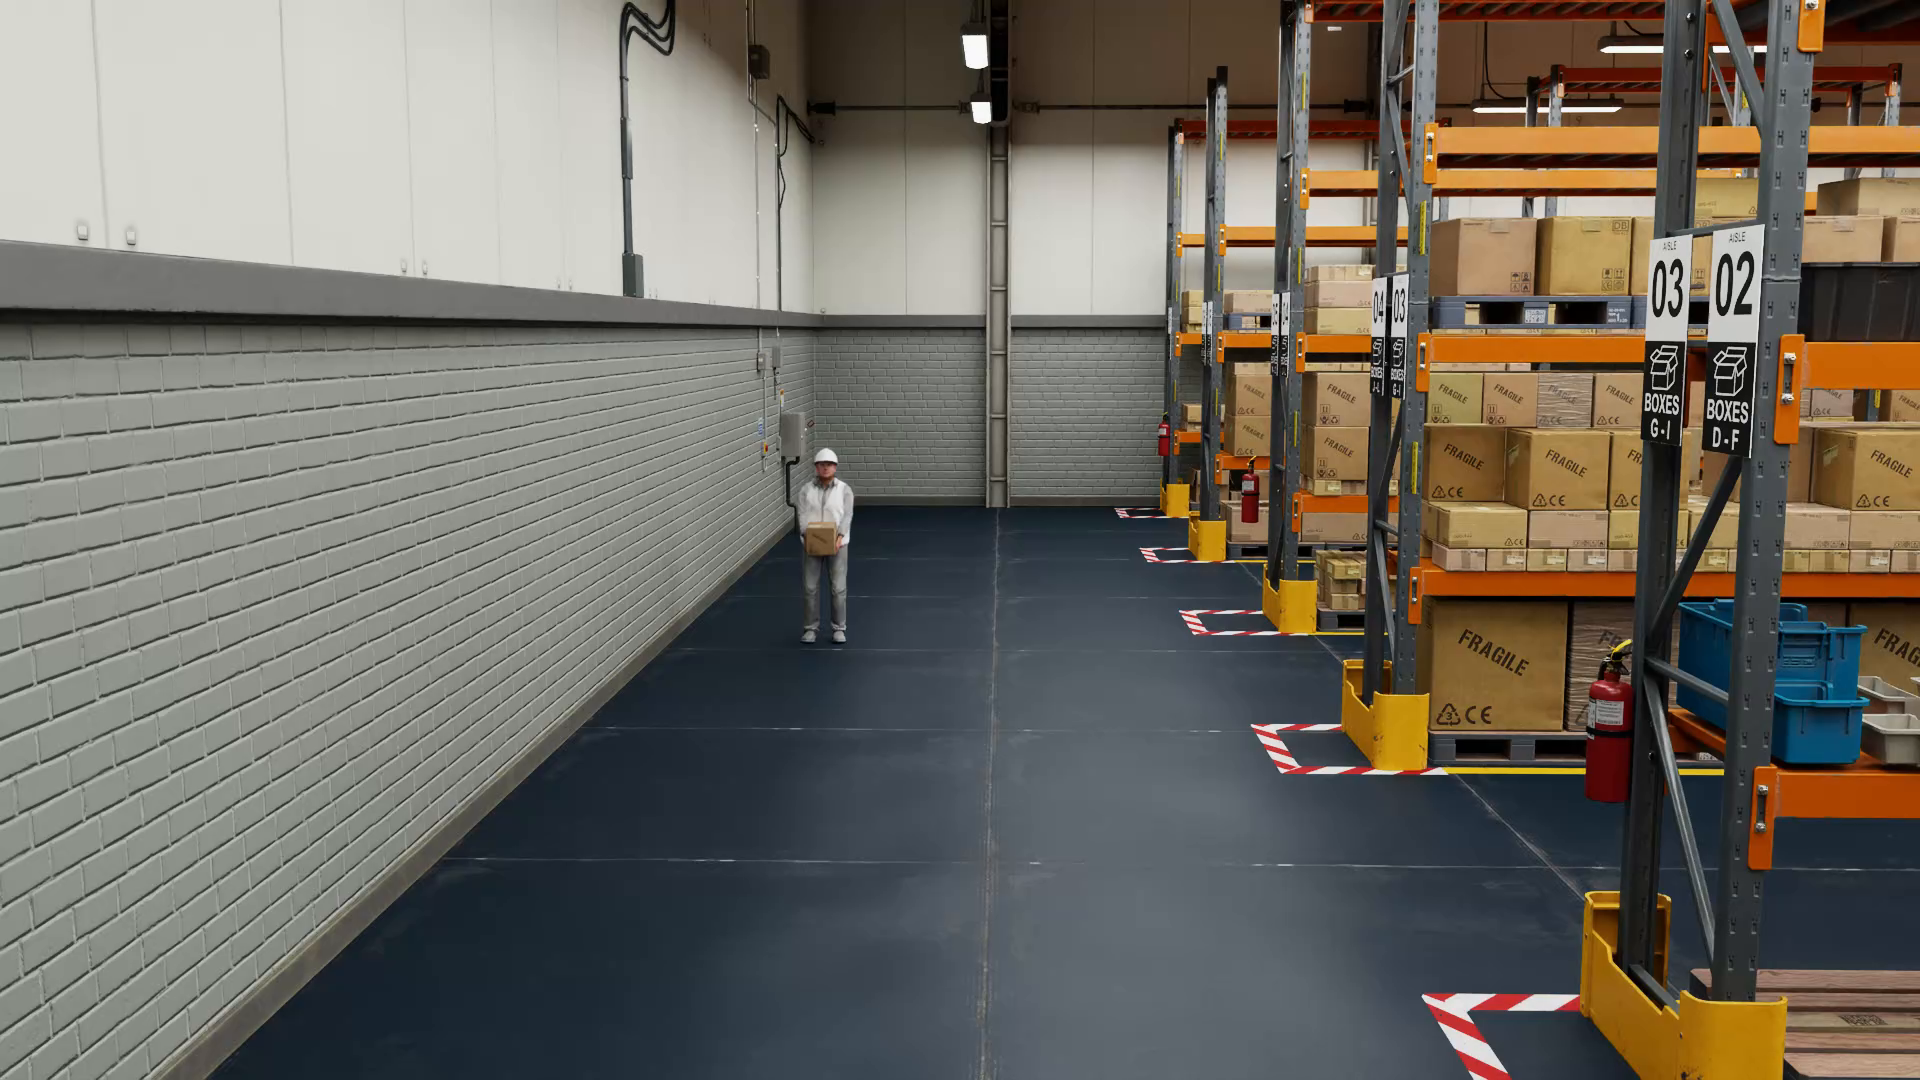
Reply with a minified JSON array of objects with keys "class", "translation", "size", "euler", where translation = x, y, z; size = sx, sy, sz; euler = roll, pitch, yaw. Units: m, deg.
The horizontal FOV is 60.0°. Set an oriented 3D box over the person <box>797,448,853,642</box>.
[{"class":"person","translation":[-1.234,0.058,15.186],"size":[0.514,1.775,0.542],"euler":[0,7,1]}]
